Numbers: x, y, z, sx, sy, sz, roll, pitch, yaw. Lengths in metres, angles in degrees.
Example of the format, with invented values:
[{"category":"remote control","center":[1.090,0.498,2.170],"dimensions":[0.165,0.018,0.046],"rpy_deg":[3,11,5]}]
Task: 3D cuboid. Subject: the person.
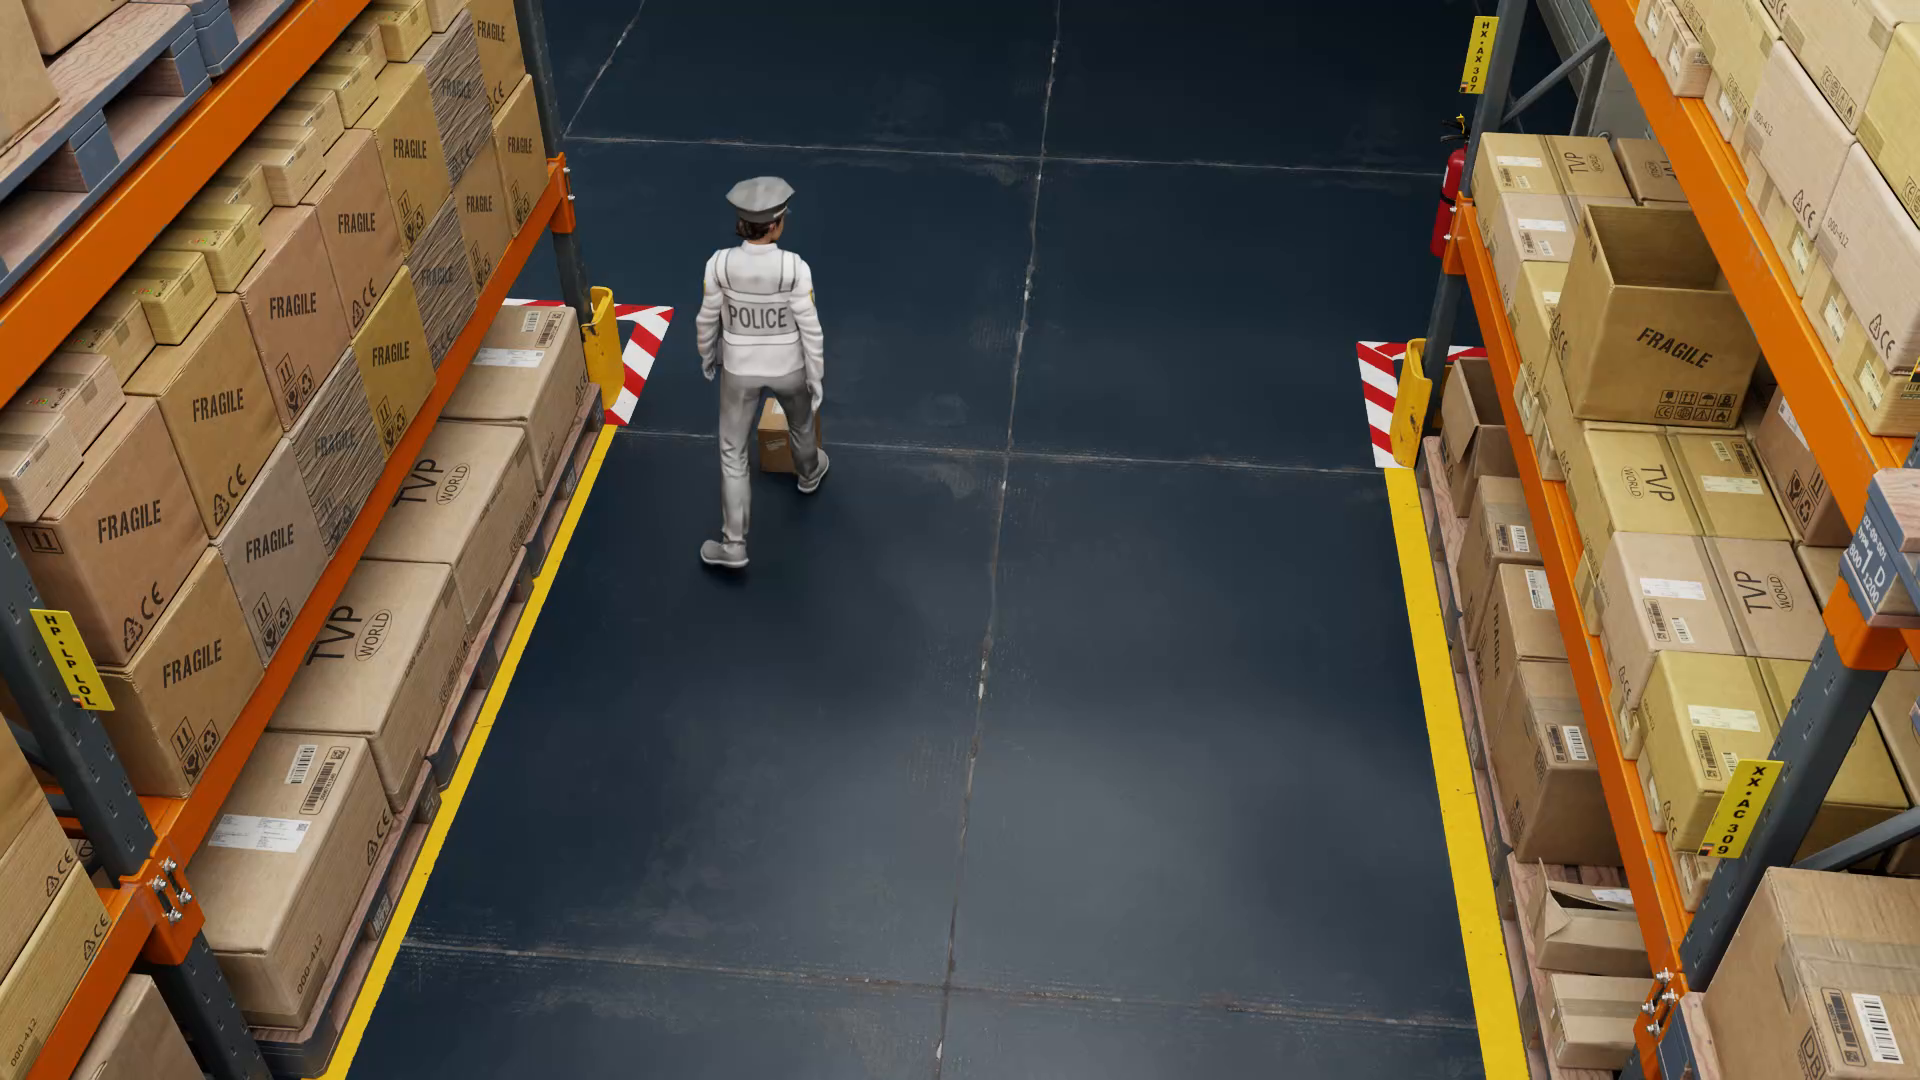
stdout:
[{"category":"person","center":[-0.858,-0.713,6.980],"dimensions":[0.582,1.646,0.851],"rpy_deg":[-2,40,-2]}]
